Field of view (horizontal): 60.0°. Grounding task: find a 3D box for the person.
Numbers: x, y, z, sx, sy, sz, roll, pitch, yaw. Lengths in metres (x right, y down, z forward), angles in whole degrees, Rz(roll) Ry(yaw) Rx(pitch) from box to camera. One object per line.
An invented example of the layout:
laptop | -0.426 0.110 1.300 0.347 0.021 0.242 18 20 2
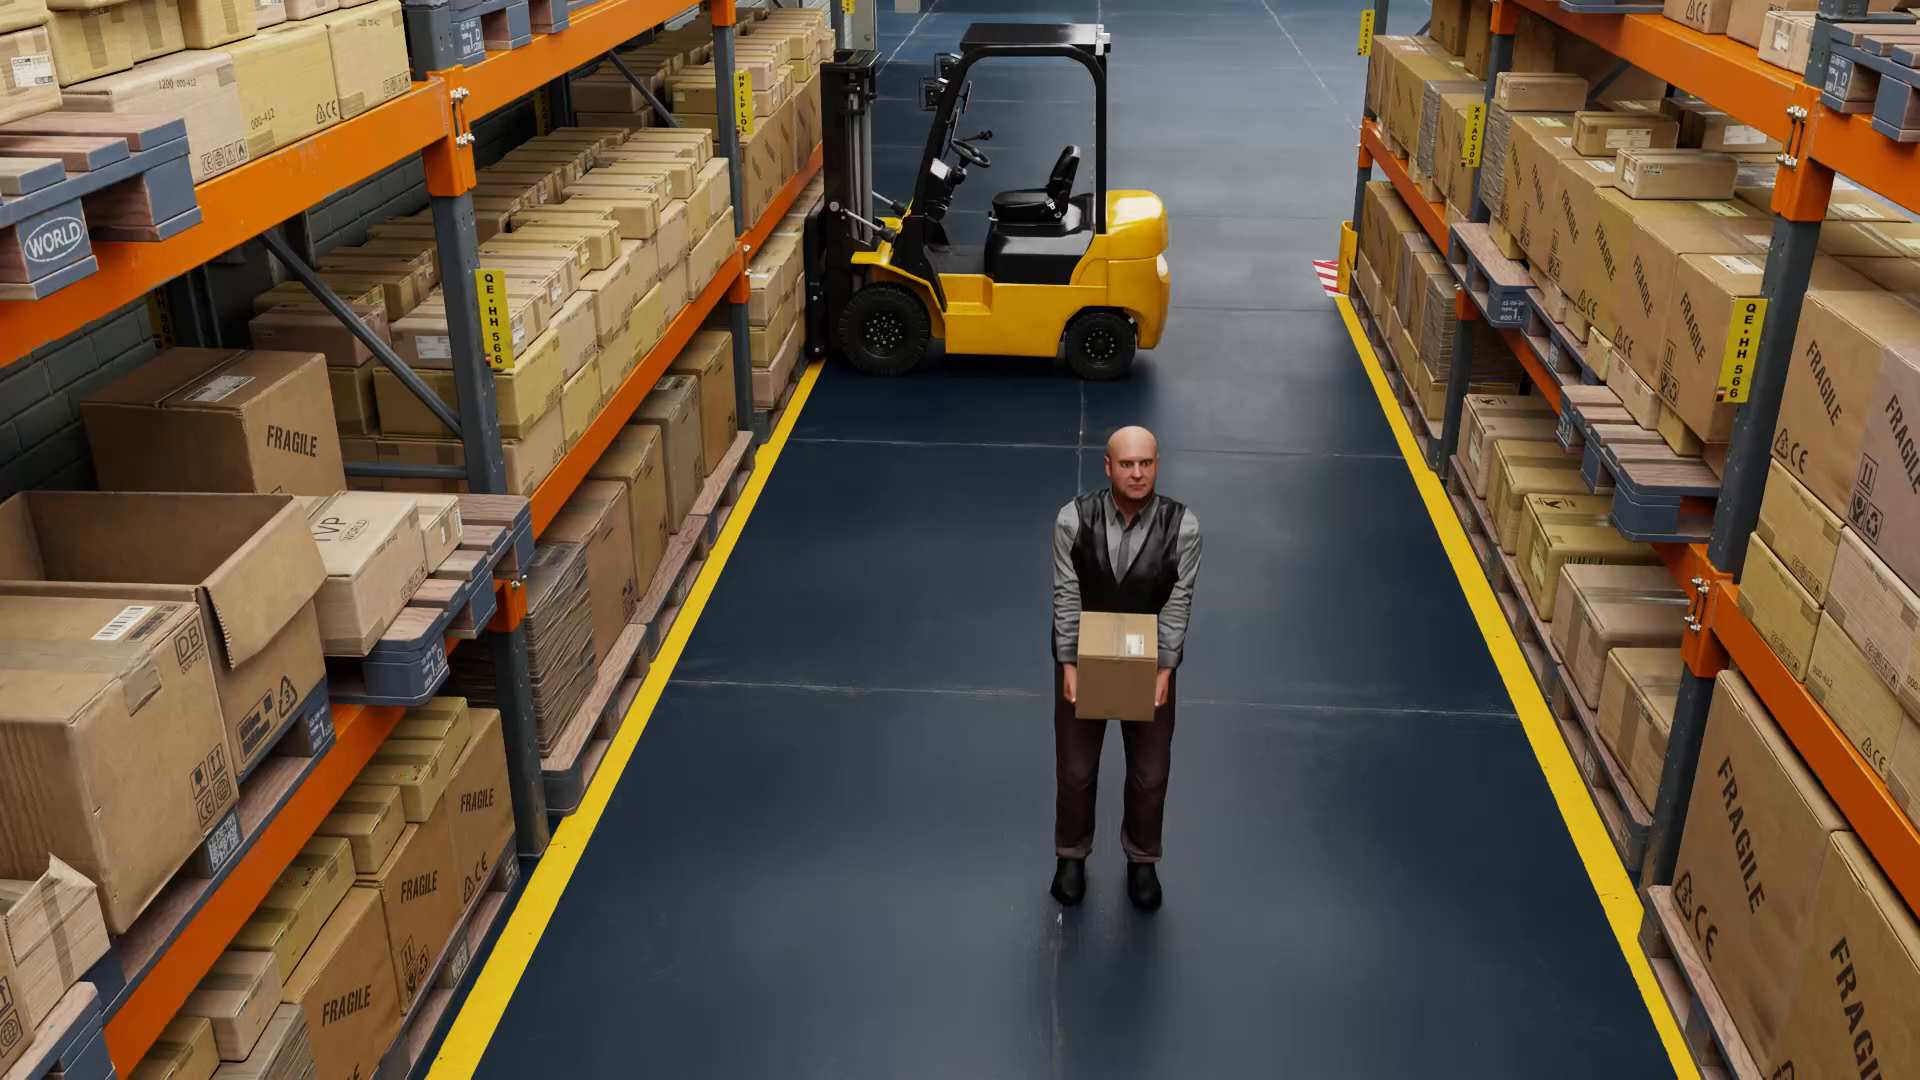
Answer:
person | 0.541 0.481 5.583 0.494 1.711 0.559 2 24 5
